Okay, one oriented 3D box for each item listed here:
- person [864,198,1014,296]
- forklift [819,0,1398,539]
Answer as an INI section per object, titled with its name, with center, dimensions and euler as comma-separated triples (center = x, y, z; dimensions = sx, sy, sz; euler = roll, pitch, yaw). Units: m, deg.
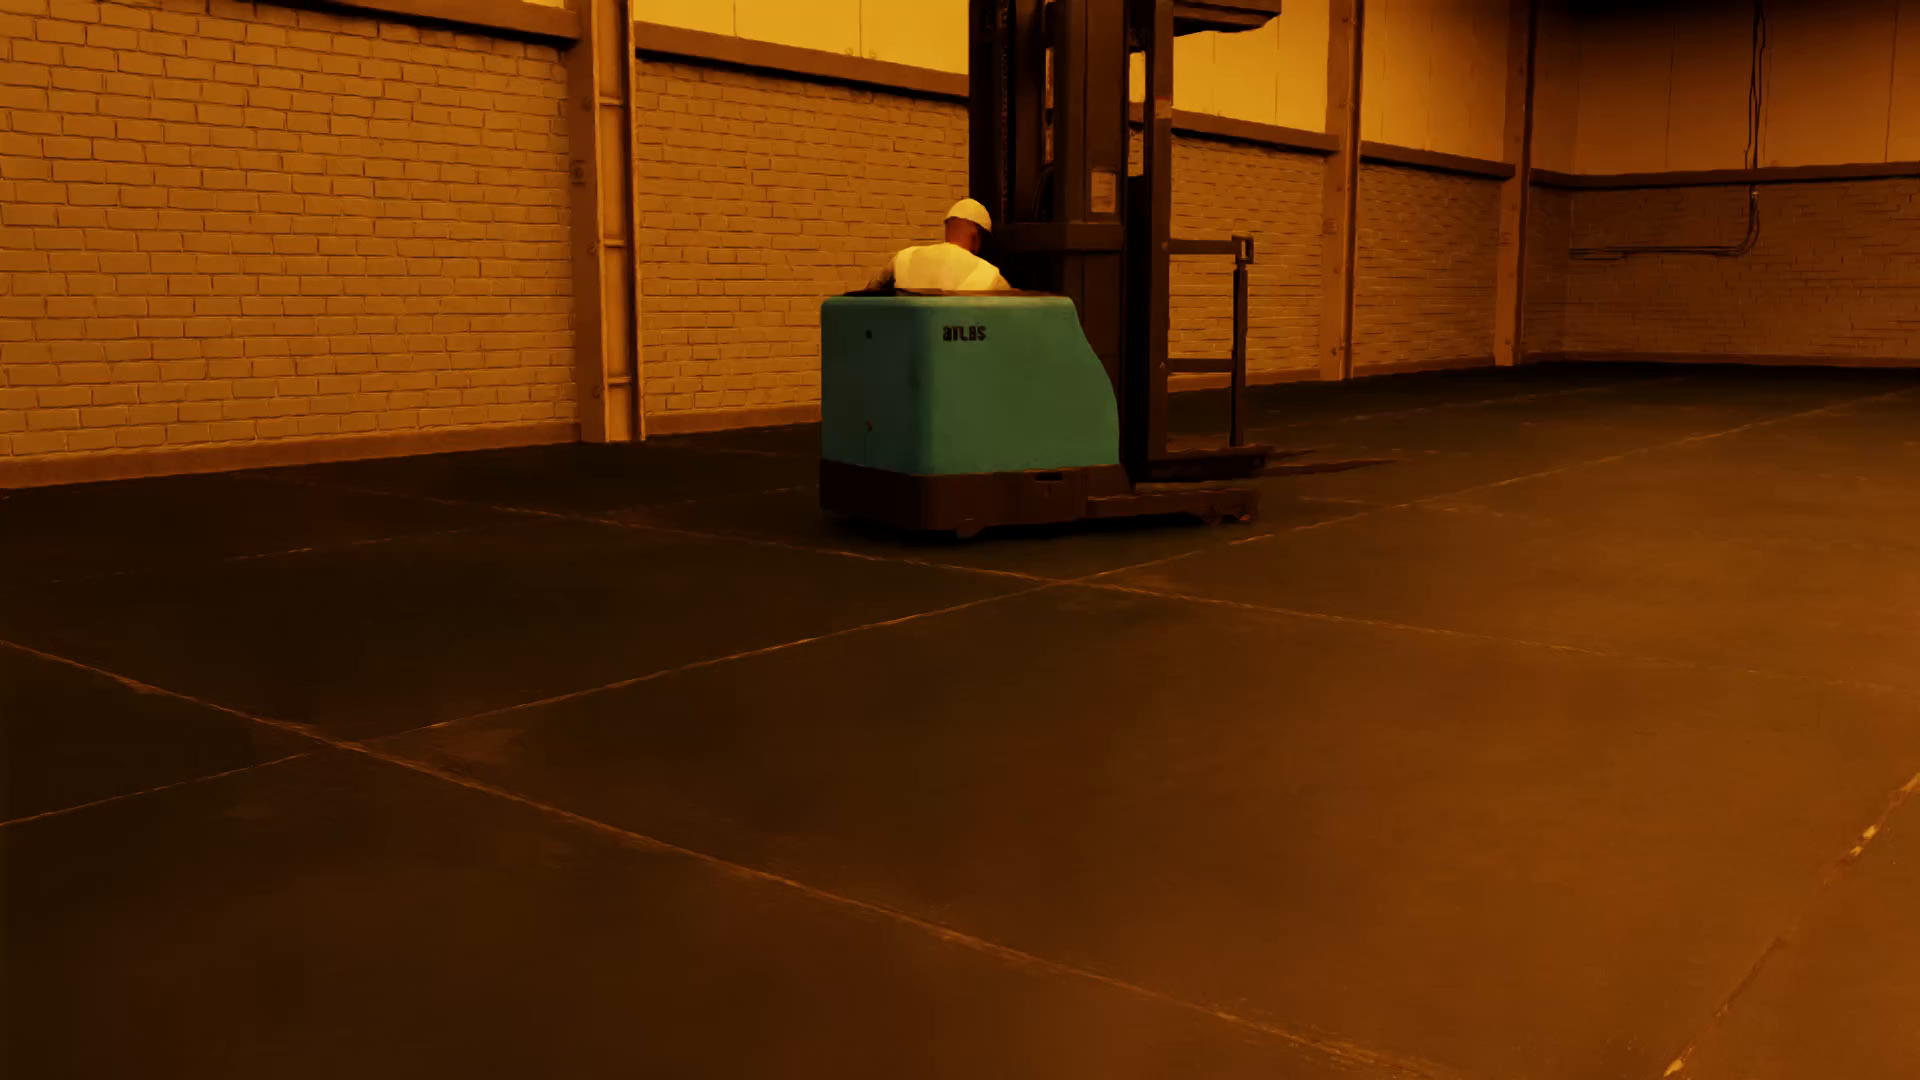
[person]
center = 0.009, -0.852, 7.882
dimensions = 0.978, 1.499, 0.808
euler = 4, 9, 24
[forklift]
center = 0.855, -1.590, 8.146
dimensions = 3.031, 2.935, 1.130
euler = -5, 10, -31
